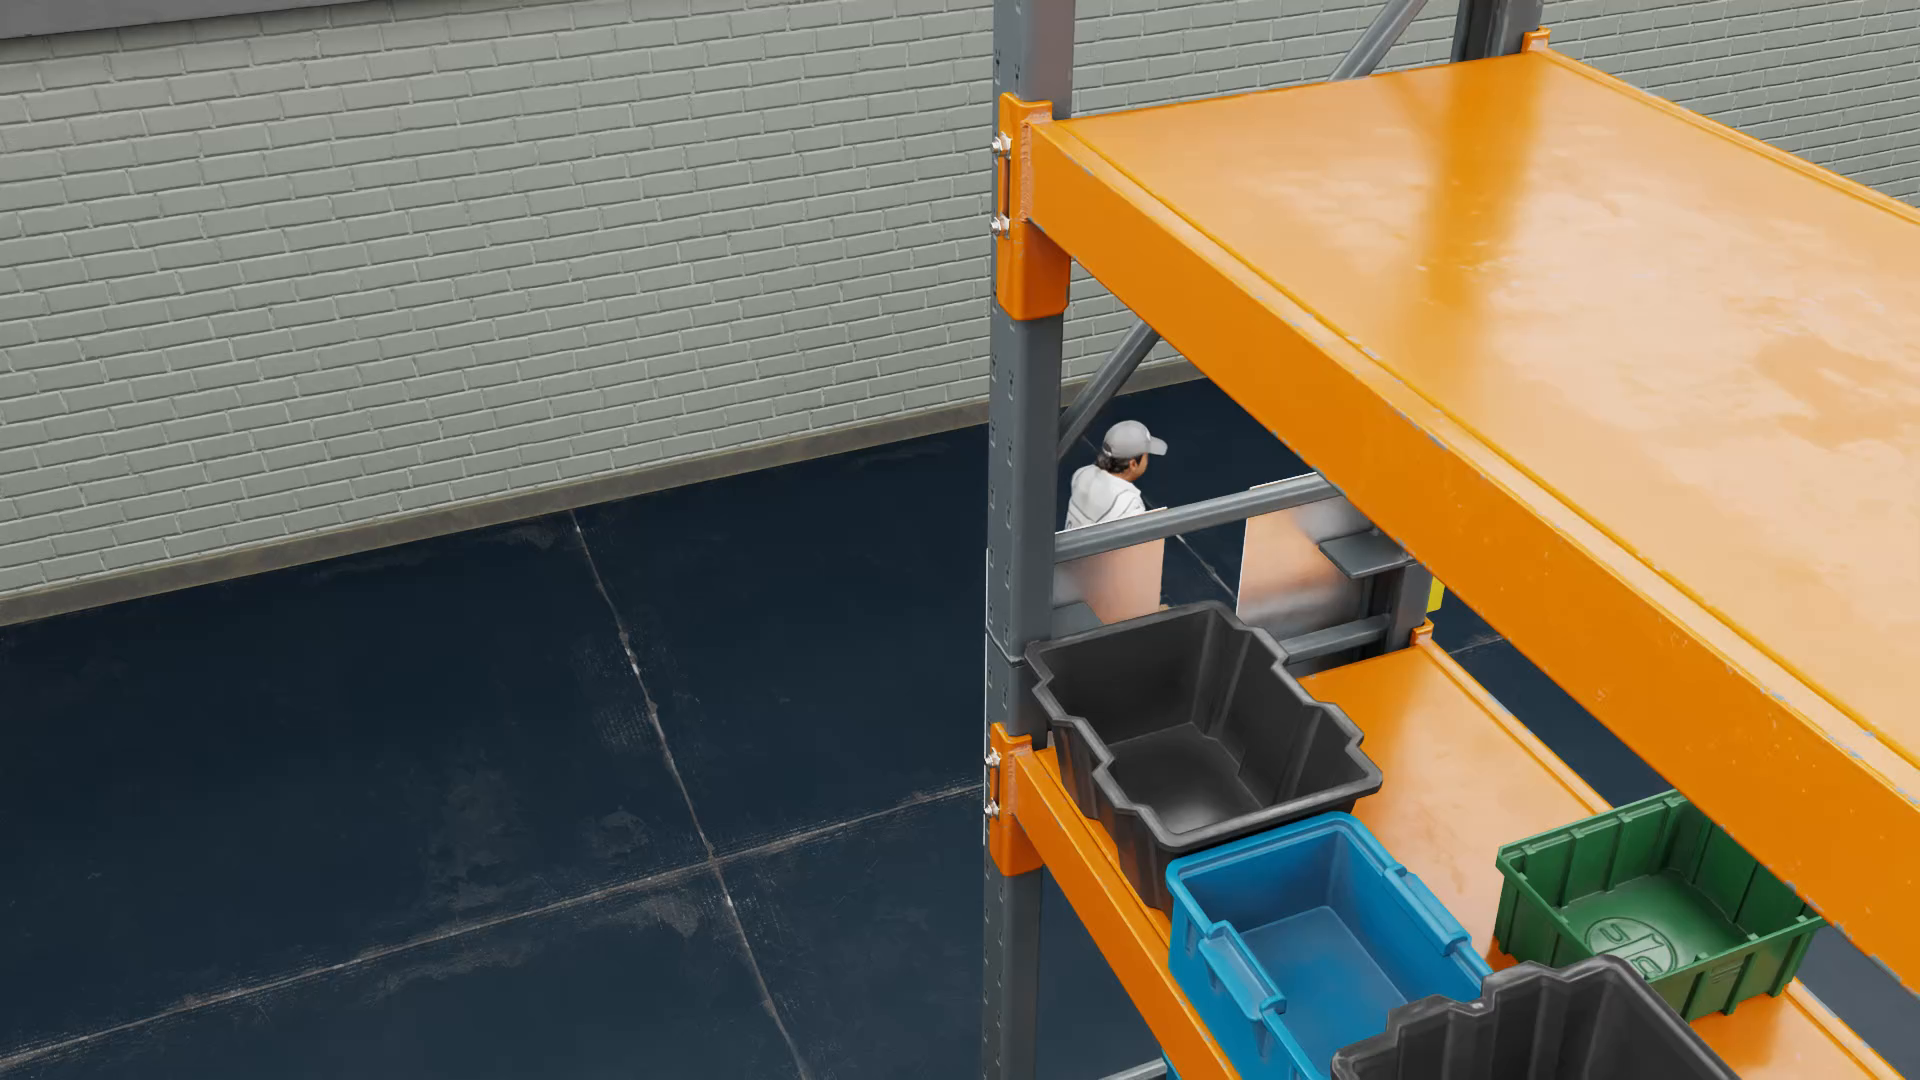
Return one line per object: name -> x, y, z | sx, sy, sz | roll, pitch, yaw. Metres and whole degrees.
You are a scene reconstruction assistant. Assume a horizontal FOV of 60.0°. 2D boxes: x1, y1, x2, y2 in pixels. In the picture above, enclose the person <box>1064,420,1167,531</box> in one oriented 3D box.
person -> 0.654, 0.246, 7.146 | 0.439, 1.668, 0.532 | -14, 36, -20
